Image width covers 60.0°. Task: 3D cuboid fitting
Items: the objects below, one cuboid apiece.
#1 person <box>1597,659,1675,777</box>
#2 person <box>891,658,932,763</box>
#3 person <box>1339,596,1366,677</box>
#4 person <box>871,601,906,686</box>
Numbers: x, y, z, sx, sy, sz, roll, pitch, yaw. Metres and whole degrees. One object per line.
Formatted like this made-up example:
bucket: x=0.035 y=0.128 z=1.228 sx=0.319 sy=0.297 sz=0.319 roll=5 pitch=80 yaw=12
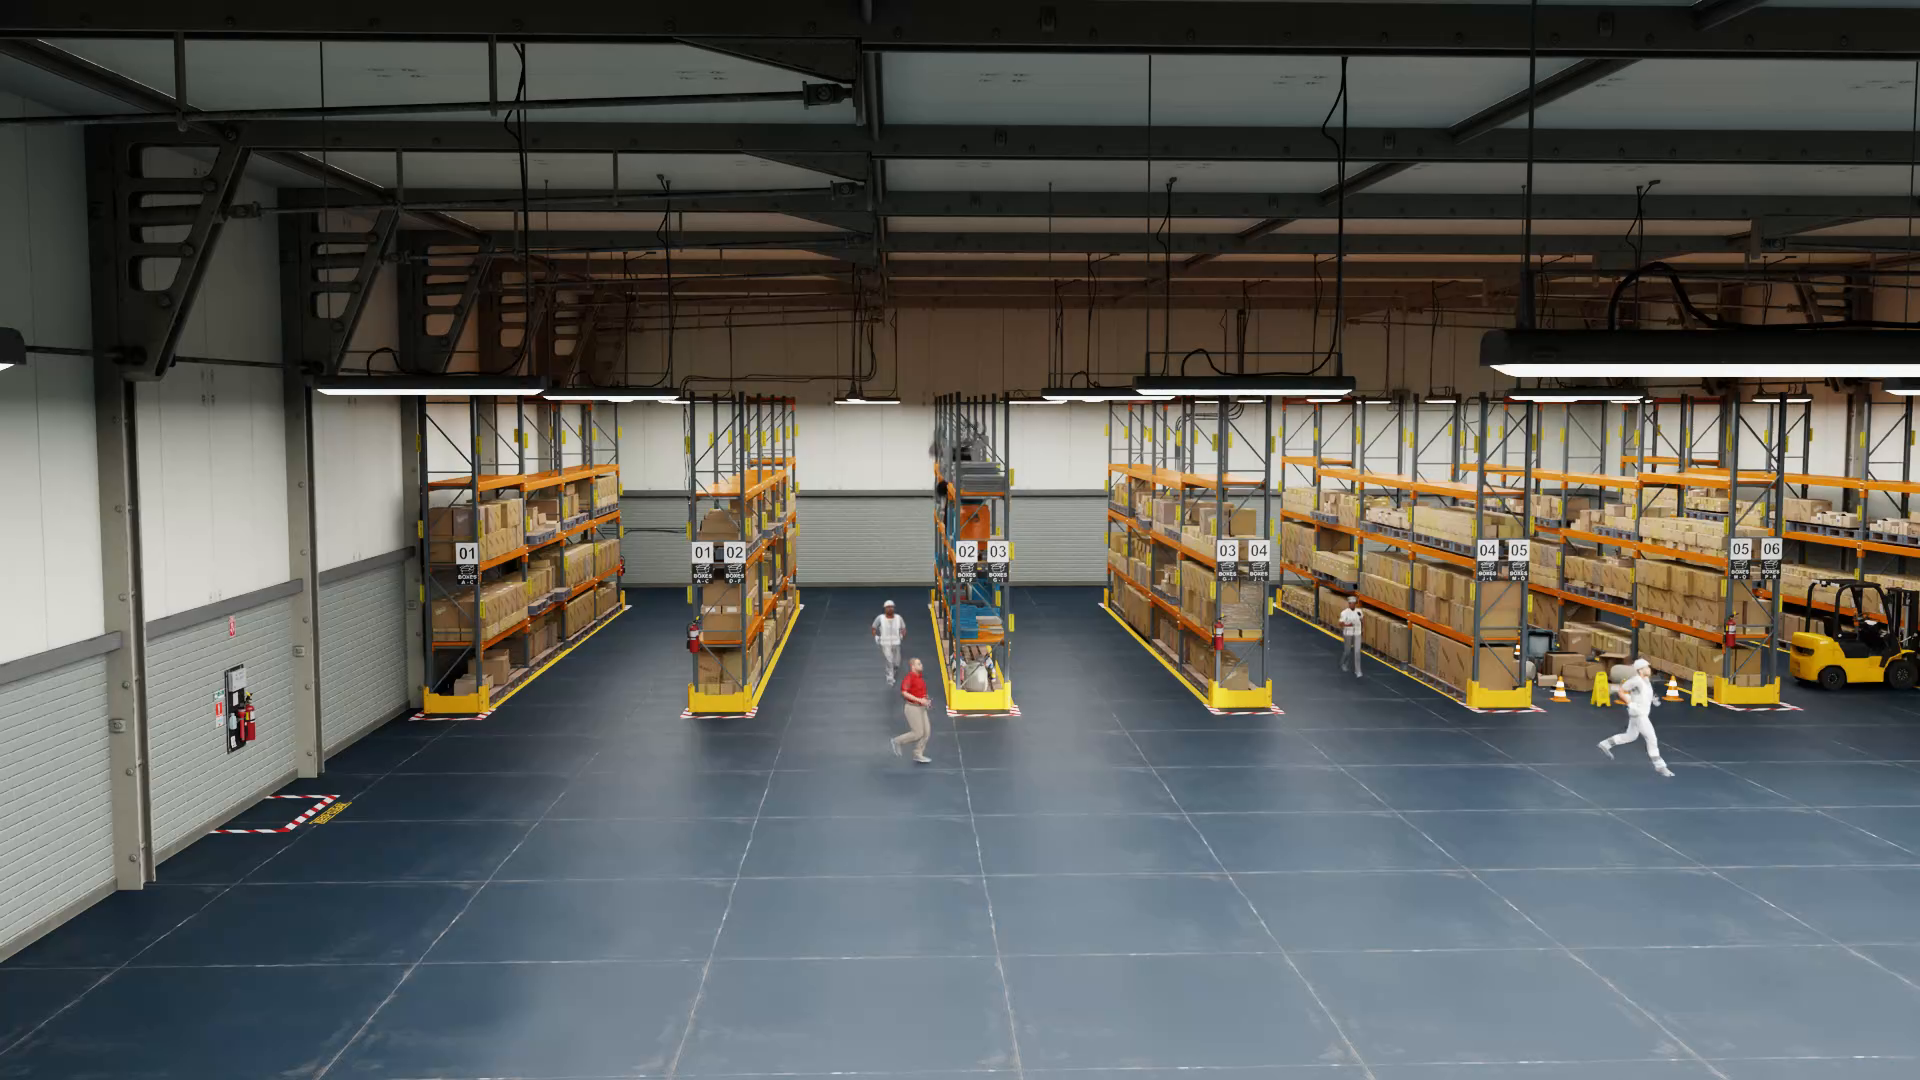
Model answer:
person: x=10.626 y=2.747 z=26.087 sx=1.172 sy=1.790 sz=0.623 roll=3 pitch=5 yaw=30
person: x=-0.755 y=2.734 z=26.801 sx=0.678 sy=1.684 sz=0.664 roll=1 pitch=5 yaw=17
person: x=8.355 y=2.020 z=35.346 sx=0.589 sy=1.654 sz=1.034 roll=0 pitch=5 yaw=2
person: x=-1.398 y=2.066 z=32.917 sx=0.695 sy=1.734 sz=0.817 roll=-1 pitch=5 yaw=-16
